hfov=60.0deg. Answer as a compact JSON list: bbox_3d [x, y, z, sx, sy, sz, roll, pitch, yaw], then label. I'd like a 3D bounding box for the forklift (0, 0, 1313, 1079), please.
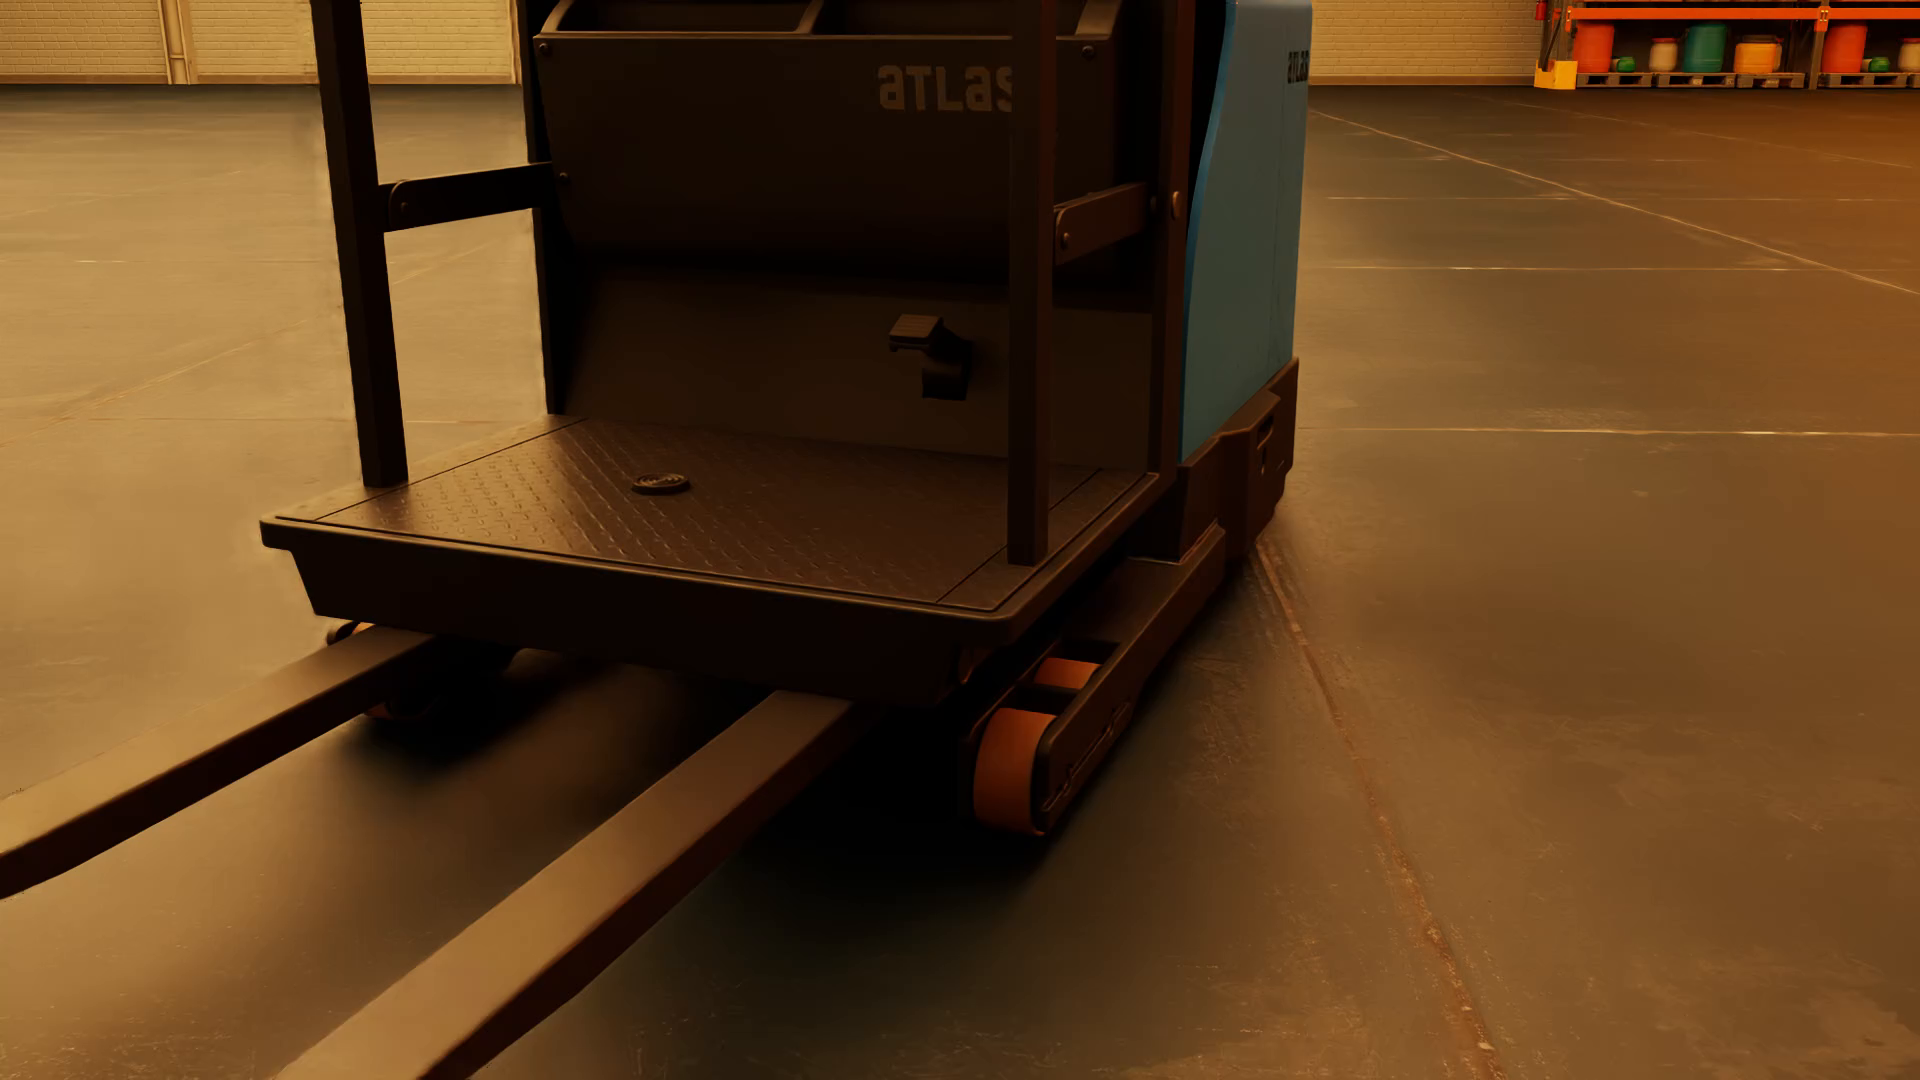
[{"bbox_3d":[-0.280,-1.157,2.156,1.130,2.935,3.031,7,18,20],"label":"forklift"}]
